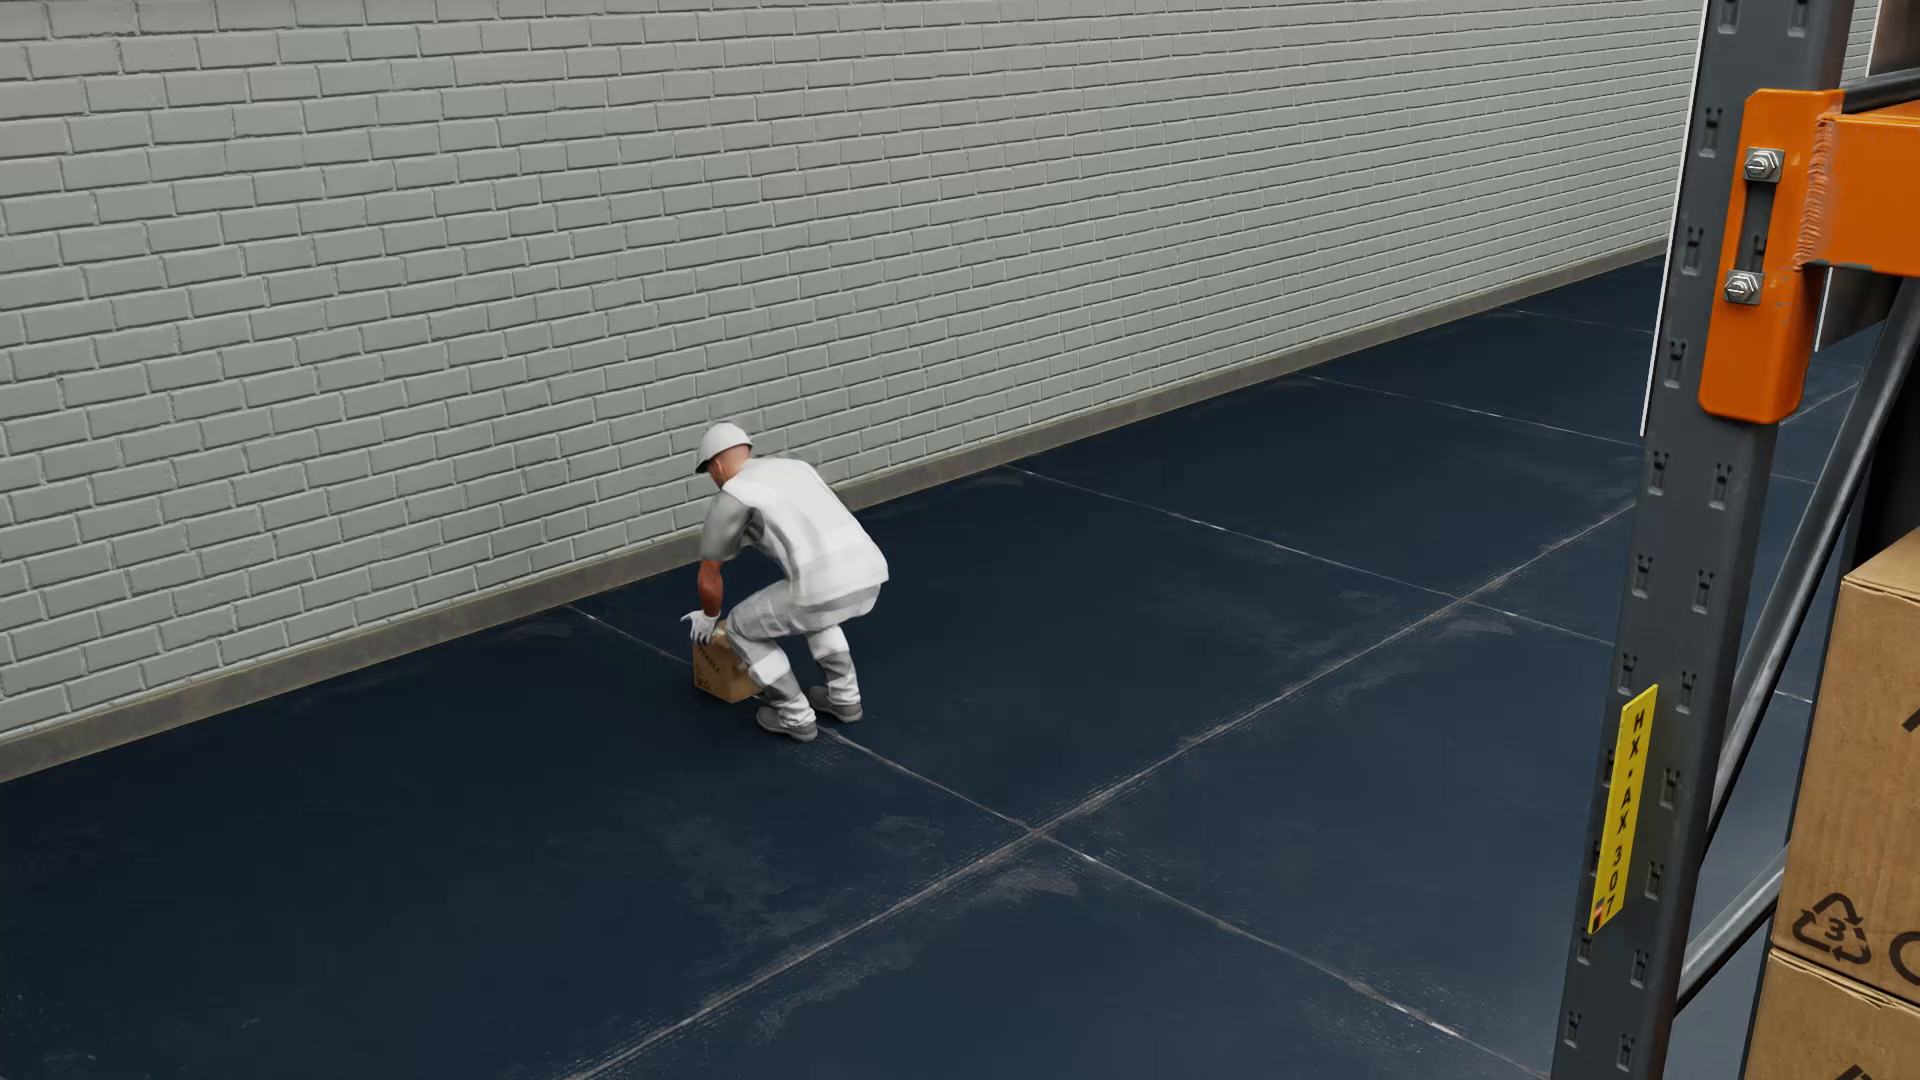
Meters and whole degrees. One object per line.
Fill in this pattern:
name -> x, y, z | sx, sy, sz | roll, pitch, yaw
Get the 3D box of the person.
person -> -0.691, 0.166, 6.486 | 0.852, 1.172, 0.585 | 19, 27, 41
